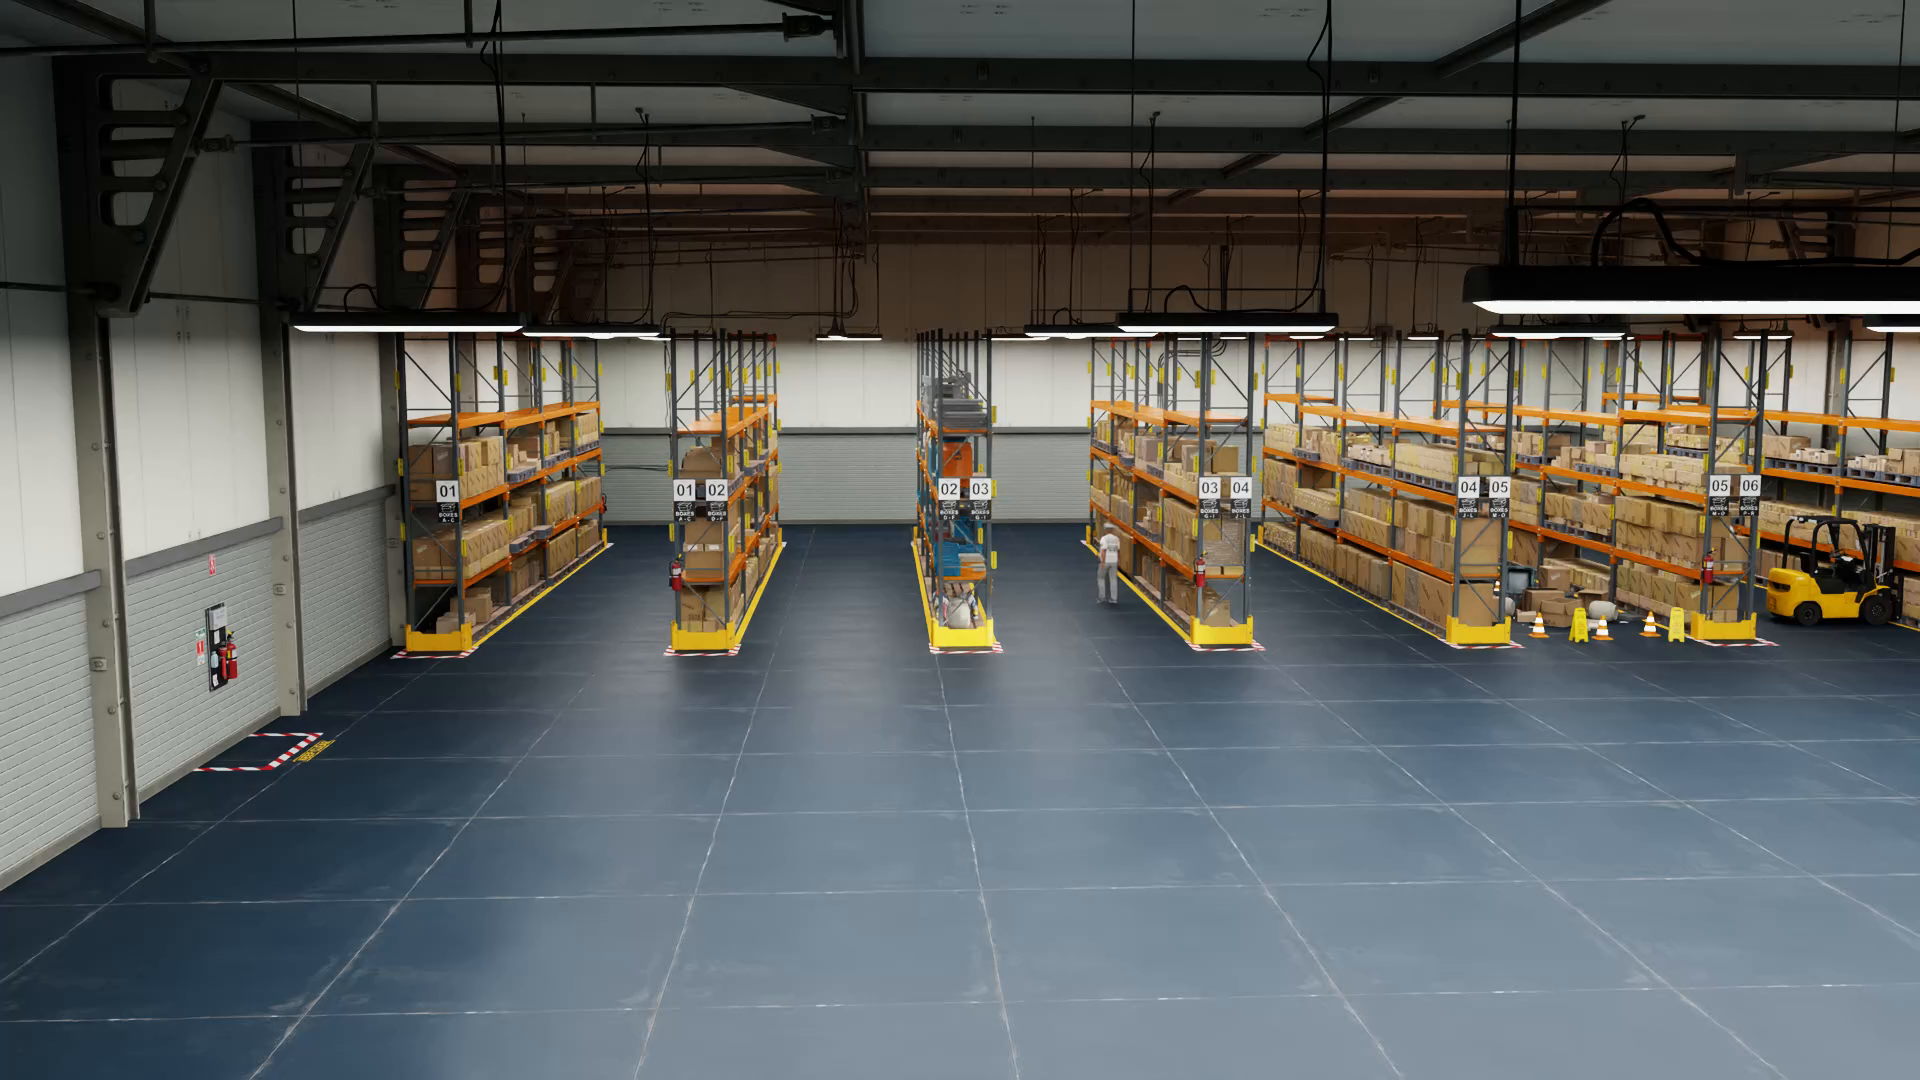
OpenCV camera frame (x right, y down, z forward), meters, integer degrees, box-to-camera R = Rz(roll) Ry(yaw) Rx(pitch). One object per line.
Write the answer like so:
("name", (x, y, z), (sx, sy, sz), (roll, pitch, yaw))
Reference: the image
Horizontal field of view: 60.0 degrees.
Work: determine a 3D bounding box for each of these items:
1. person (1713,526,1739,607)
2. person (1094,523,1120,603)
("person", (16.720, 0.571, 36.322), (0.624, 1.779, 0.752), (-1, 7, -7))
("person", (3.316, 0.544, 36.817), (0.538, 1.798, 0.688), (-2, 7, -16))
